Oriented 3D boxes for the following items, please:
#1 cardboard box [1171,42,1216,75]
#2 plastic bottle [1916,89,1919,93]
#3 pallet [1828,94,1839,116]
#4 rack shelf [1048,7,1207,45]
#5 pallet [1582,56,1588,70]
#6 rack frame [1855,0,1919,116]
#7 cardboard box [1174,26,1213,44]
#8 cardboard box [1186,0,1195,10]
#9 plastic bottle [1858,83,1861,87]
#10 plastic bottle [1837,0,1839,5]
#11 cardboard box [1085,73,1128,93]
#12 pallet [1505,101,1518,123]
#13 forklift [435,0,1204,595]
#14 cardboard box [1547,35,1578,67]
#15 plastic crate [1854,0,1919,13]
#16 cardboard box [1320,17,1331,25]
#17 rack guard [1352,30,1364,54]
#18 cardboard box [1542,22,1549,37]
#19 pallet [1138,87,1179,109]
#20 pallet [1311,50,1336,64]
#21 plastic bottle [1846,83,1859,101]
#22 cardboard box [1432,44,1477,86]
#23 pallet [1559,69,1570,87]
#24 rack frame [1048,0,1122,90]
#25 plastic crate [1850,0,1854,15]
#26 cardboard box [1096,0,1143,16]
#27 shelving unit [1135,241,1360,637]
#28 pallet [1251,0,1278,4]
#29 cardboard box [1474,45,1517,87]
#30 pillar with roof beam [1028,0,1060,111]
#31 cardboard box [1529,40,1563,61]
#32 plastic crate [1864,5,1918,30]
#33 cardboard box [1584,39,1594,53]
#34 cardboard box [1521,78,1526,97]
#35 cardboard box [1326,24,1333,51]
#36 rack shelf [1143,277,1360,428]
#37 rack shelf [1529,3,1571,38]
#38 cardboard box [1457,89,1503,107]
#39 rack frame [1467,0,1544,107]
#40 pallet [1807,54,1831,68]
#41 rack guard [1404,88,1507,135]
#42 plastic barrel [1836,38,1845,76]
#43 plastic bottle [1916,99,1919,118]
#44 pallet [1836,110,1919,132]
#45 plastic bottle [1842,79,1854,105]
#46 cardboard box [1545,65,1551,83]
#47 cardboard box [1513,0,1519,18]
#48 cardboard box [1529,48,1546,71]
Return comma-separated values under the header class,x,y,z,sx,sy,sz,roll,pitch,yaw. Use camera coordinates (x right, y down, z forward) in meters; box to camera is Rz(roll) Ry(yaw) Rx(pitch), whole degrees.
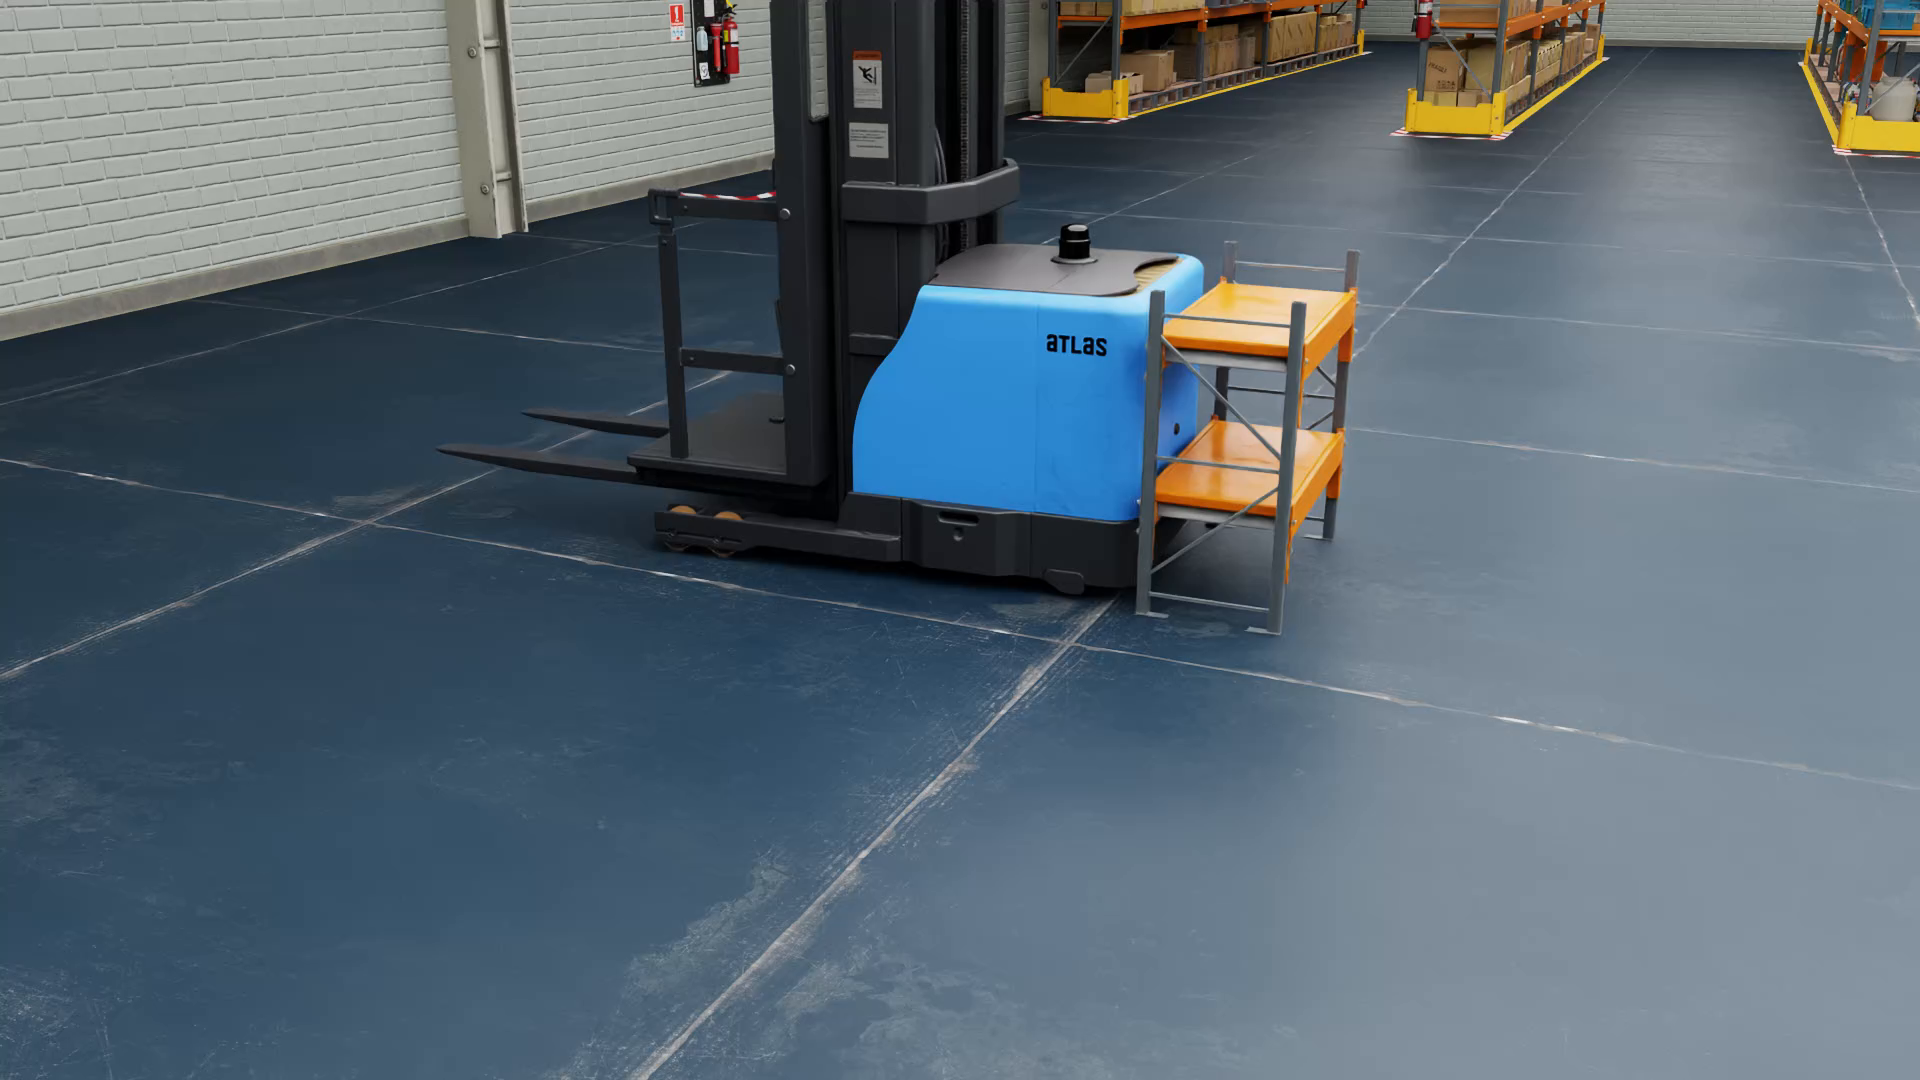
class,x,y,z,sx,sy,sz,roll,pitch,yaw
cardboard box,3.775,-7.870,27.197,0.700,0.500,0.500,8,21,22
plastic bottle,12.079,-5.570,21.064,0.152,0.276,0.135,9,21,24
pallet,12.647,-6.021,23.084,1.003,0.211,1.213,9,21,23
rack shelf,2.504,-7.498,24.150,1.077,0.370,4.000,9,21,23
pallet,11.402,-9.112,31.775,1.003,0.211,1.213,9,21,23
rack frame,10.723,-5.867,18.488,1.000,3.000,0.127,9,21,23
cardboard box,3.786,-8.194,26.987,0.500,0.250,0.500,8,21,22
cardboard box,3.194,-8.050,24.821,0.500,0.250,0.500,9,21,23
plastic bottle,11.821,-5.863,21.874,0.061,0.283,0.133,9,21,23
plastic bottle,14.244,-8.789,26.879,0.061,0.283,0.133,9,21,23
cardboard box,2.050,-6.366,23.247,0.500,0.311,0.500,6,20,17
pallet,6.982,-5.845,22.588,1.003,0.211,1.213,9,21,23
forklift,-0.634,-1.477,6.247,3.031,2.935,1.130,7,21,19
cardboard box,10.557,-8.596,29.237,0.500,0.500,0.500,8,21,21
plastic crate,12.031,-6.917,21.536,0.767,0.338,0.504,9,21,23
cardboard box,7.305,-10.514,33.692,0.380,0.149,0.250,9,22,25
rack guard,8.247,-10.947,36.503,1.175,0.500,0.348,9,21,23
cardboard box,10.085,-9.025,29.324,0.500,0.250,0.500,8,21,22
pallet,2.582,-6.550,24.573,1.003,0.211,1.213,9,21,23
pallet,6.981,-9.802,33.716,1.003,0.211,1.213,9,21,23
plastic bottle,11.324,-5.614,21.075,0.144,0.351,0.185,10,22,25
cardboard box,6.550,-6.315,22.108,0.500,0.500,0.500,9,21,23
pallet,9.822,-7.902,28.374,1.003,0.211,1.213,9,21,23
rack frame,1.685,-7.226,22.311,1.000,3.000,0.127,9,21,23
plastic crate,12.529,-7.462,22.997,0.392,0.384,0.575,9,21,23
cardboard box,2.174,-7.270,22.629,0.500,0.250,0.500,8,21,21
shelving unit,1.036,-0.402,5.915,0.538,1.125,1.048,8,21,20
pallet,4.766,-9.349,28.566,1.213,0.211,1.003,9,21,23
cardboard box,7.024,-6.244,21.908,0.500,0.500,0.500,9,21,23
pillar with roof beam,5.110,-9.794,20.580,9.100,9.000,0.400,9,21,23
cardboard box,9.492,-7.966,27.030,0.500,0.311,0.500,9,22,24
plastic crate,10.655,-5.991,19.059,0.499,0.251,0.616,9,21,23
cardboard box,12.343,-9.864,33.175,0.500,0.250,0.500,9,21,23
cardboard box,7.639,-6.349,23.322,0.500,0.250,0.500,9,21,23
cardboard box,7.207,-10.282,34.008,0.700,0.500,0.500,8,21,22
rack shelf,1.038,-0.678,5.816,0.538,0.278,1.000,8,21,20
rack shelf,8.663,-8.043,25.680,1.077,0.370,4.000,9,21,23
cardboard box,6.628,-5.583,21.168,0.500,0.250,0.500,9,21,23
rack frame,7.844,-7.770,23.841,1.000,3.000,0.127,9,21,23
pallet,16.902,-9.197,32.015,1.003,0.211,1.213,9,21,23
rack guard,6.196,-5.362,20.801,1.175,0.500,0.348,9,21,23
plastic barrel,14.646,-7.871,27.096,0.600,0.588,0.708,9,21,23
plastic bottle,11.750,-5.300,20.310,0.097,0.271,0.097,0,20,0
pallet,11.550,-5.202,20.780,1.003,0.211,1.213,9,21,23
plastic bottle,11.652,-5.859,21.763,0.144,0.351,0.185,9,22,24
cardboard box,8.864,-7.232,25.804,0.500,0.250,0.500,9,21,24
cardboard box,7.040,-7.209,22.114,0.700,0.500,0.500,9,22,24
cardboard box,8.450,-7.181,24.825,0.500,0.311,0.500,8,21,22
